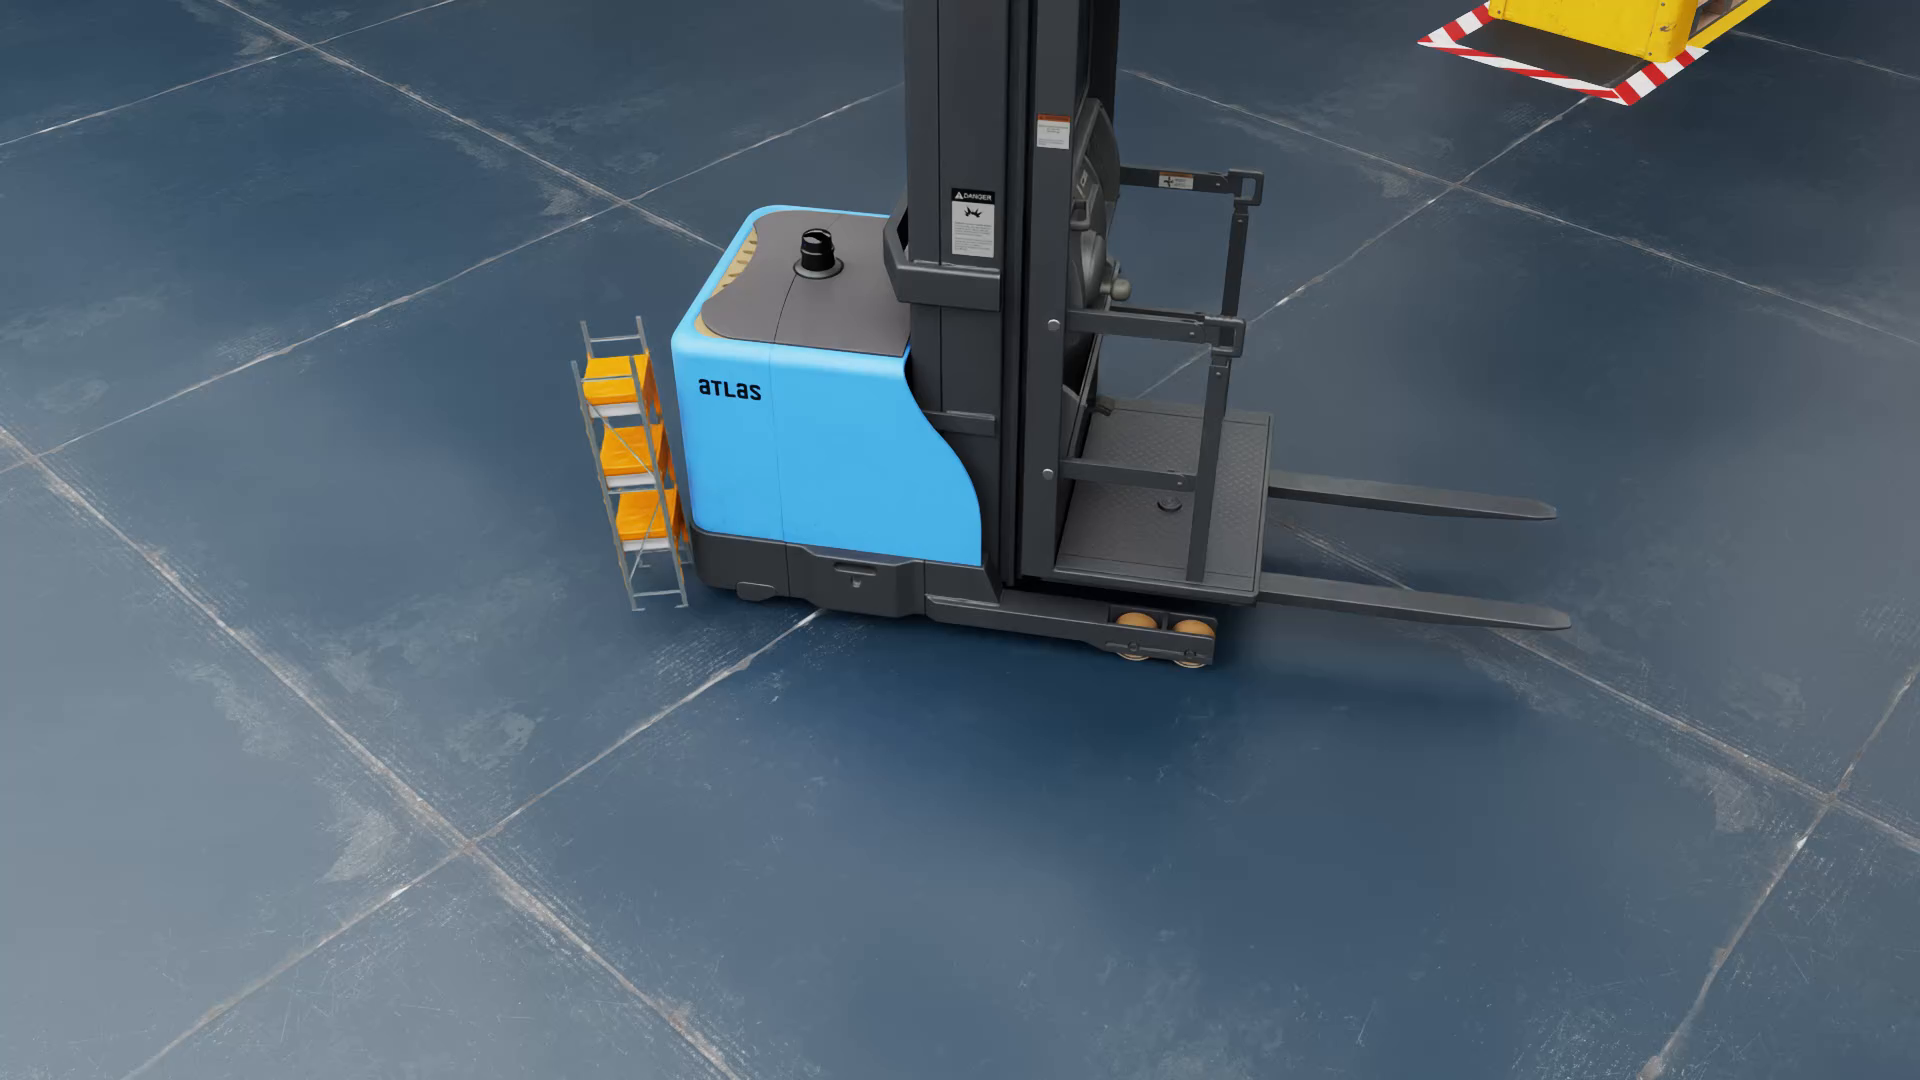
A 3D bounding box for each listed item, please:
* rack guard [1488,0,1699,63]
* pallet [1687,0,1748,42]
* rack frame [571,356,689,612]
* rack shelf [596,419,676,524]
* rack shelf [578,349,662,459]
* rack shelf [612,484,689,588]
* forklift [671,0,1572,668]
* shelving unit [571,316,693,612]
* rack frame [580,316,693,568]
[{"bbox_3d":[3.815,-3.307,10.007,1.175,0.500,0.348,30,47,32],"label":"rack guard"},{"bbox_3d":[4.389,-3.552,10.548,1.003,0.211,1.213,30,47,32],"label":"pallet"},{"bbox_3d":[-1.101,-0.165,5.603,0.200,1.050,0.008,-5,39,0],"label":"rack frame"},{"bbox_3d":[-1.107,-0.232,5.705,0.215,0.259,0.240,-5,39,0],"label":"rack shelf"},{"bbox_3d":[-1.126,-0.454,5.528,0.215,0.259,0.240,-5,39,0],"label":"rack shelf"},{"bbox_3d":[-1.090,-0.016,5.878,0.215,0.259,0.240,-5,39,0],"label":"rack shelf"},{"bbox_3d":[0.615,-1.071,5.242,3.031,2.935,1.130,7,39,9],"label":"forklift"},{"bbox_3d":[-1.108,-0.241,5.699,0.215,1.050,0.252,-5,39,0],"label":"shelving unit"},{"bbox_3d":[-1.115,-0.316,5.794,0.200,1.050,0.008,-5,39,0],"label":"rack frame"}]
